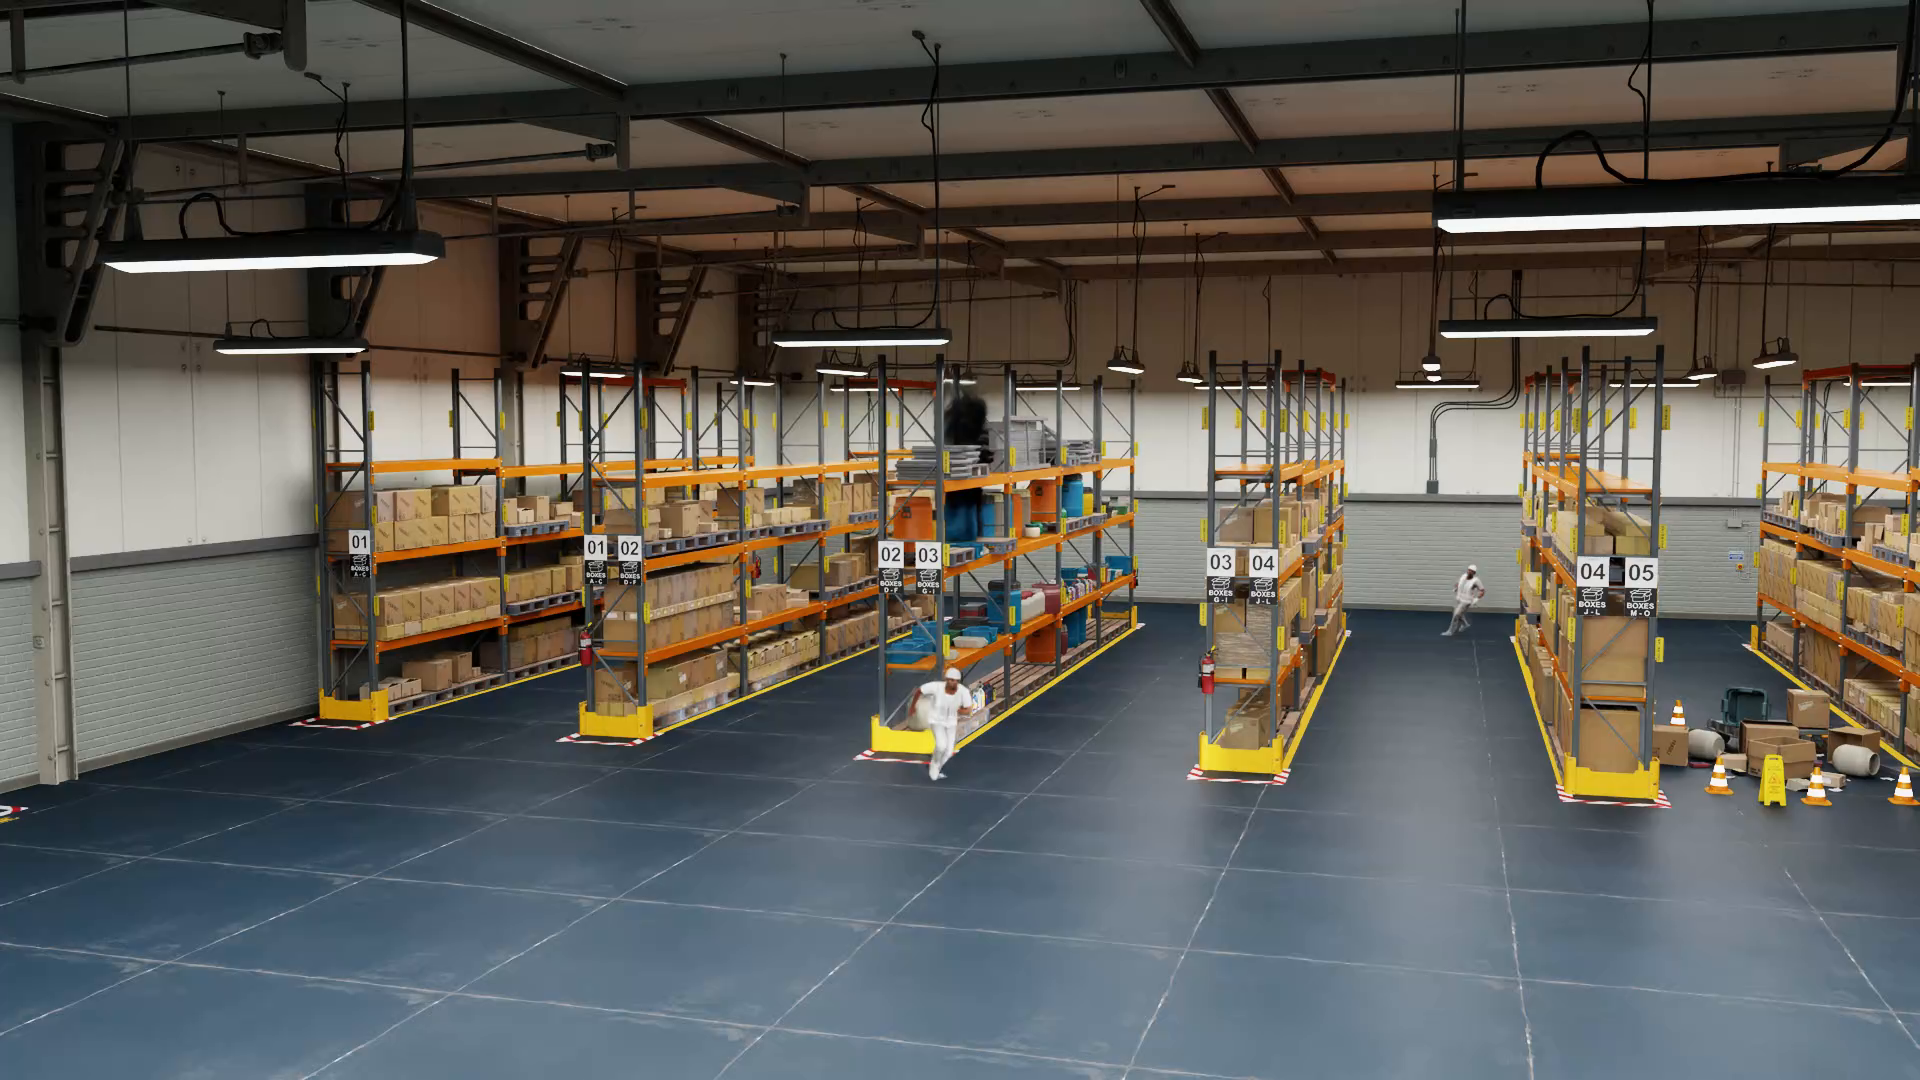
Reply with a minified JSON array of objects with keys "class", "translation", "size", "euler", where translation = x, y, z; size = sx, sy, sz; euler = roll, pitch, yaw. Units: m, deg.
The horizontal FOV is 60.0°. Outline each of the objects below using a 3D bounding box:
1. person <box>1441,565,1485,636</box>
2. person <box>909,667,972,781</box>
[{"class":"person","translation":[11.646,1.403,38.562],"size":[0.847,1.686,0.871],"euler":[-1,4,-19]},{"class":"person","translation":[-0.244,2.549,23.068],"size":[0.732,1.617,0.851],"euler":[-2,5,-27]}]
